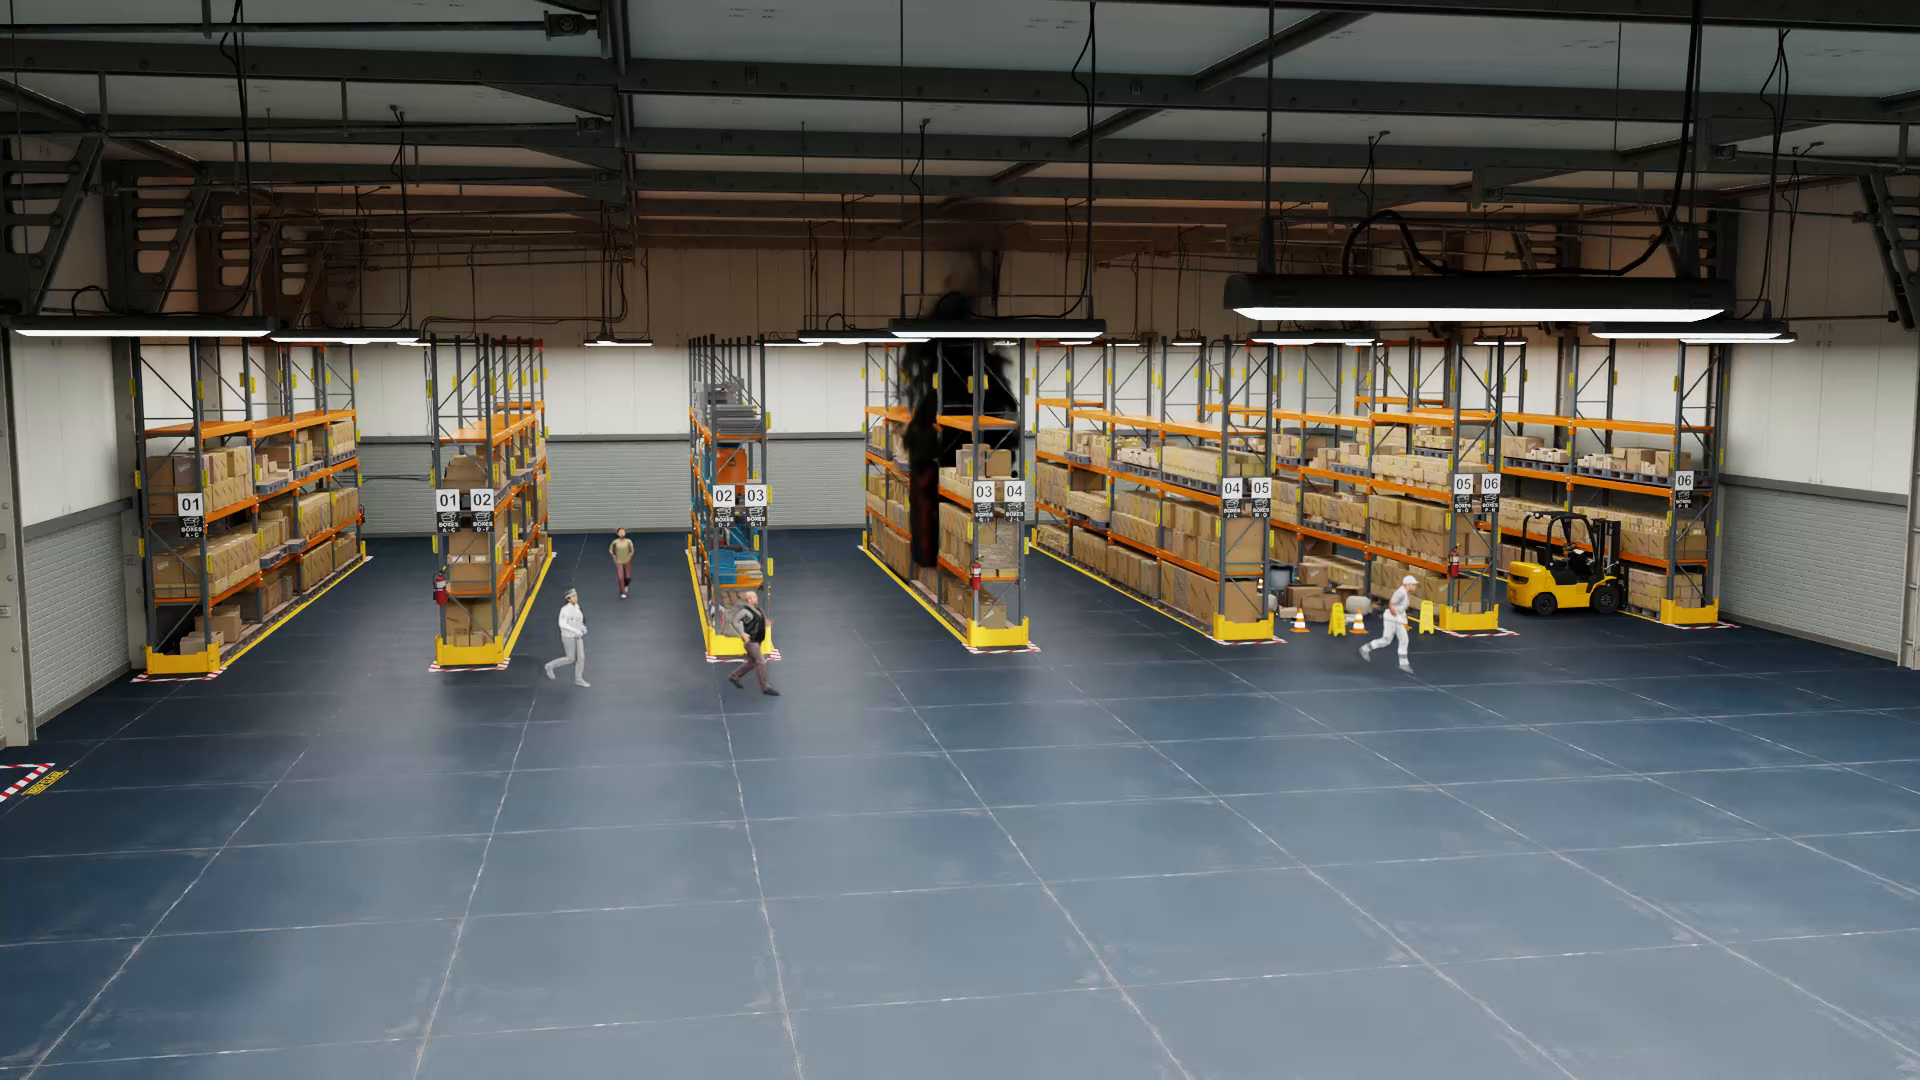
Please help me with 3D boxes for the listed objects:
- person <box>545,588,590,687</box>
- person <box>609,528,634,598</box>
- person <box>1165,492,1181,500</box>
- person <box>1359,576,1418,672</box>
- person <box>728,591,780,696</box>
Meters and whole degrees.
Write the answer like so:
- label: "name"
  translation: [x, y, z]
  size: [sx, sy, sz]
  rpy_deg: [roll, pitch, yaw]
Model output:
- label: "person"
  translation: [-6.673, 1.657, 28.419]
  size: [0.761, 1.691, 0.624]
  rpy_deg: [2, 7, 17]
- label: "person"
  translation: [-7.814, 0.516, 38.436]
  size: [0.578, 1.618, 0.579]
  rpy_deg: [-2, 7, -17]
- label: "person"
  translation: [6.459, -0.901, 50.777]
  size: [0.746, 1.724, 0.588]
  rpy_deg: [-1, 7, -11]
- label: "person"
  translation: [7.687, 1.480, 29.821]
  size: [1.032, 1.741, 0.681]
  rpy_deg: [3, 7, 25]
- label: "person"
  translation: [-3.422, 1.698, 27.497]
  size: [0.967, 1.710, 0.653]
  rpy_deg: [2, 7, 15]
